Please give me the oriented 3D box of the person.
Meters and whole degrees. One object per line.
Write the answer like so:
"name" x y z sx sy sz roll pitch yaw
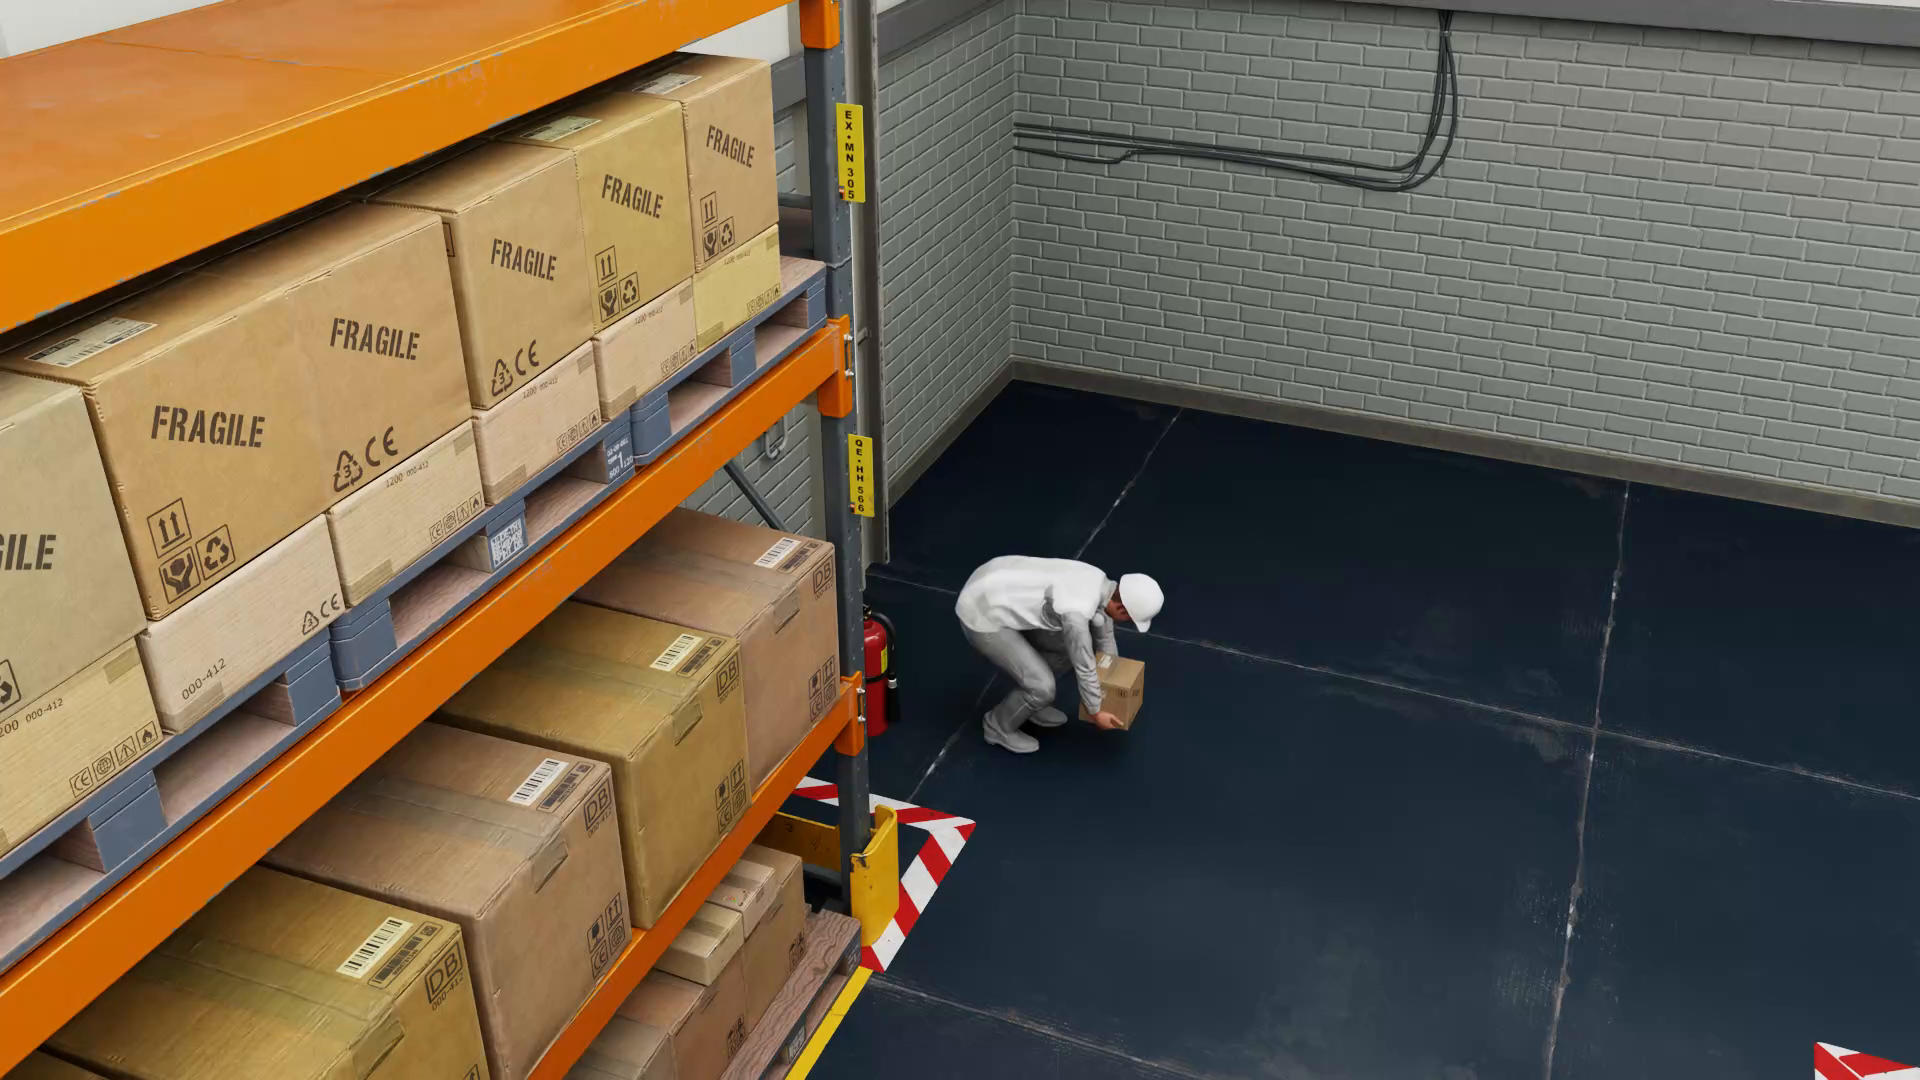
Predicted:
"person" 0.480 0.559 8.157 0.996 1.012 0.501 10 31 17
